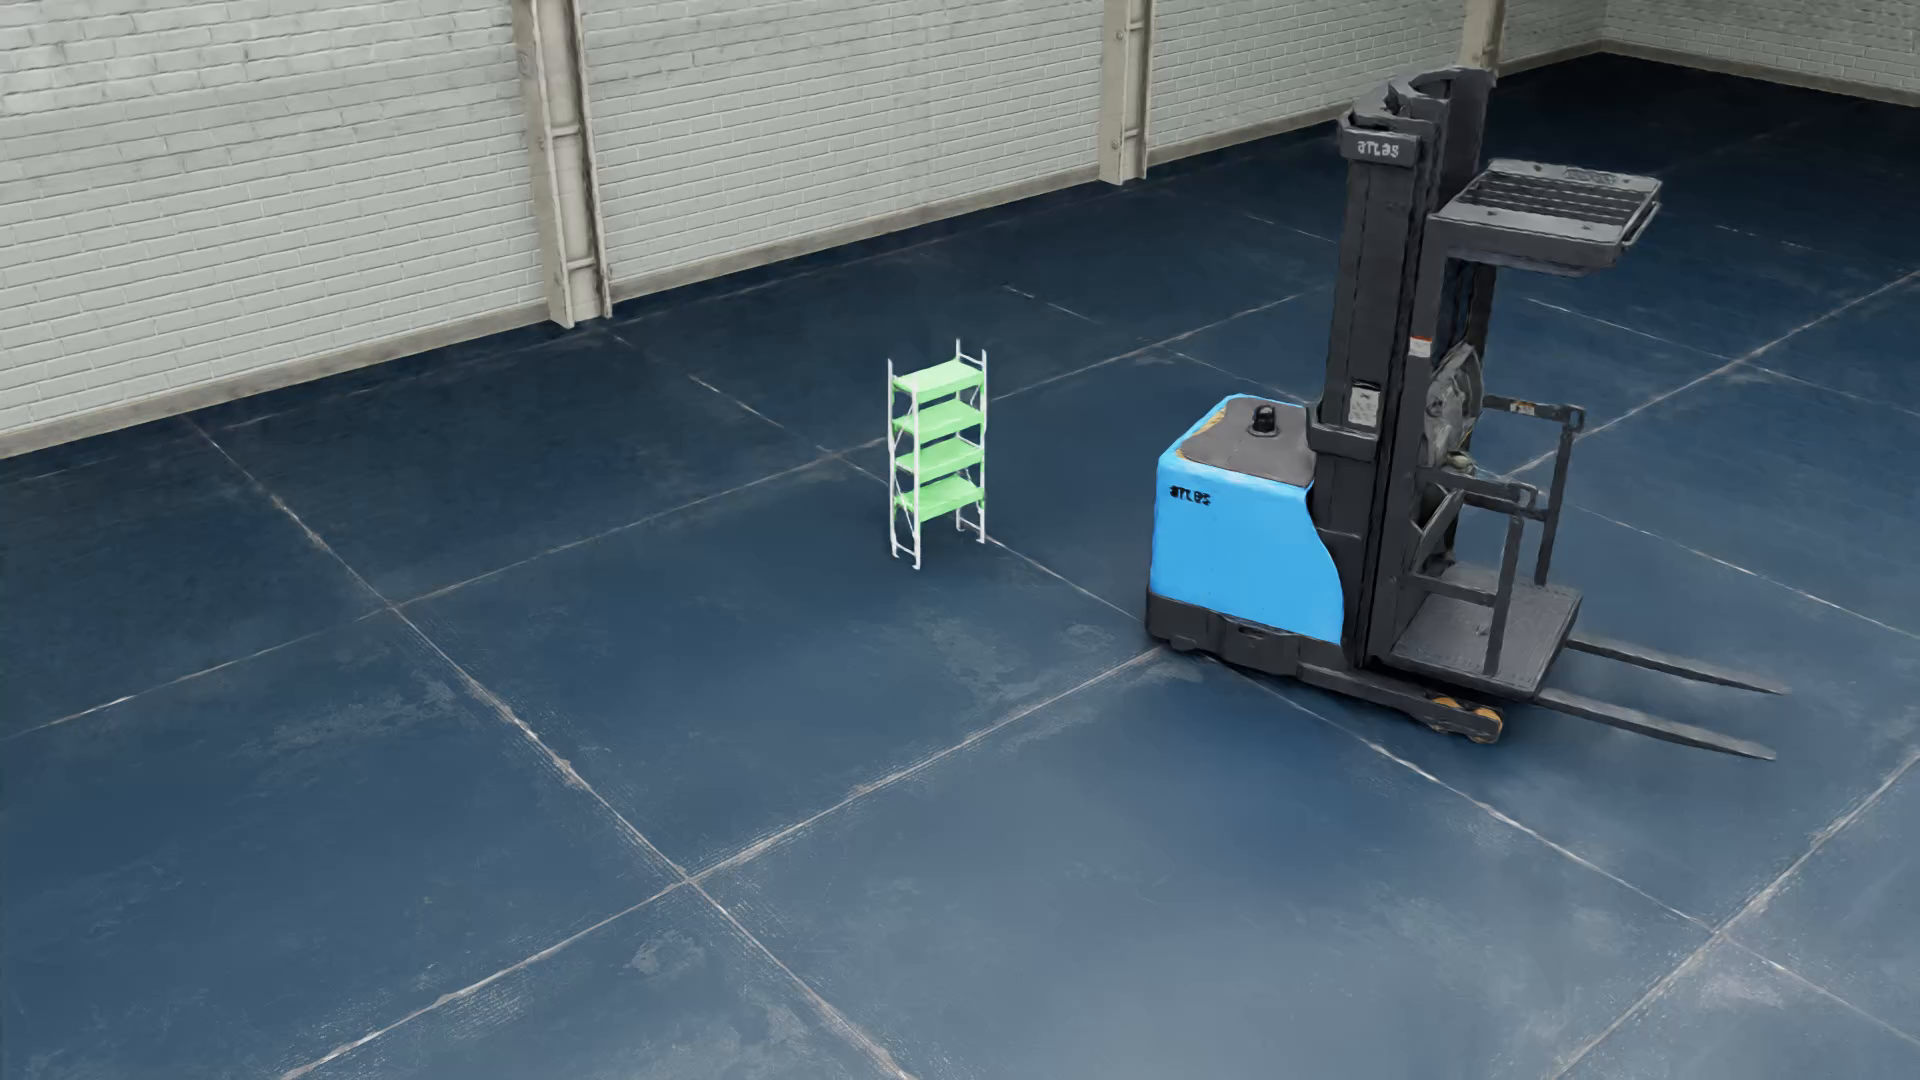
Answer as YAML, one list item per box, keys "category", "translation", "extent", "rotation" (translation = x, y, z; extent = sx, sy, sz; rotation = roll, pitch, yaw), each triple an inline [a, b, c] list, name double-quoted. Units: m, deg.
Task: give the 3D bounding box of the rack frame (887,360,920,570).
- category: "rack frame"
  translation: [-0.312, -0.404, 9.233]
  extent: [0.015, 1.200, 0.240]
  rotation: [-22, 35, -35]

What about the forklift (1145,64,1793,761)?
- category: "forklift"
  translation: [2.505, -0.606, 7.775]
  extent: [3.031, 2.935, 1.130]
  rotation: [15, 32, 26]

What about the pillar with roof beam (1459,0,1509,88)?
- category: "pillar with roof beam"
  translation: [8.958, -7.836, 14.866]
  extent: [0.400, 9.000, 9.100]
  rotation: [-22, 35, -35]

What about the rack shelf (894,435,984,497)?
- category: "rack shelf"
  translation: [-0.126, -0.422, 9.403]
  extent: [0.480, 0.148, 0.258]
  rotation: [-22, 35, -35]

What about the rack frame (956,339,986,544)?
- category: "rack frame"
  translation: [0.060, -0.553, 9.512]
  extent: [0.015, 1.200, 0.240]
  rotation: [-22, 35, -35]

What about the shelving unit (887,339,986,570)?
- category: "shelving unit"
  translation: [-0.126, -0.479, 9.372]
  extent: [0.503, 1.200, 0.258]
  rotation: [-22, 35, -35]

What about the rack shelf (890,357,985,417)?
- category: "rack shelf"
  translation: [-0.126, -0.846, 9.176]
  extent: [0.480, 0.148, 0.258]
  rotation: [-22, 35, -35]

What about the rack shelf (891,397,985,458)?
- category: "rack shelf"
  translation: [-0.126, -0.634, 9.289]
  extent: [0.480, 0.148, 0.258]
  rotation: [-22, 35, -35]

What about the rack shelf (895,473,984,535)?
- category: "rack shelf"
  translation: [-0.126, -0.211, 9.516]
  extent: [0.480, 0.148, 0.258]
  rotation: [-22, 35, -35]

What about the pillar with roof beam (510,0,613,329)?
- category: "pillar with roof beam"
  translation: [-0.171, -4.166, 7.997]
  extent: [0.400, 9.000, 9.100]
  rotation: [-22, 35, -35]

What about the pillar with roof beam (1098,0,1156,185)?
- category: "pillar with roof beam"
  translation: [4.393, -6.001, 11.432]
  extent: [0.400, 9.000, 9.100]
  rotation: [-22, 35, -35]
